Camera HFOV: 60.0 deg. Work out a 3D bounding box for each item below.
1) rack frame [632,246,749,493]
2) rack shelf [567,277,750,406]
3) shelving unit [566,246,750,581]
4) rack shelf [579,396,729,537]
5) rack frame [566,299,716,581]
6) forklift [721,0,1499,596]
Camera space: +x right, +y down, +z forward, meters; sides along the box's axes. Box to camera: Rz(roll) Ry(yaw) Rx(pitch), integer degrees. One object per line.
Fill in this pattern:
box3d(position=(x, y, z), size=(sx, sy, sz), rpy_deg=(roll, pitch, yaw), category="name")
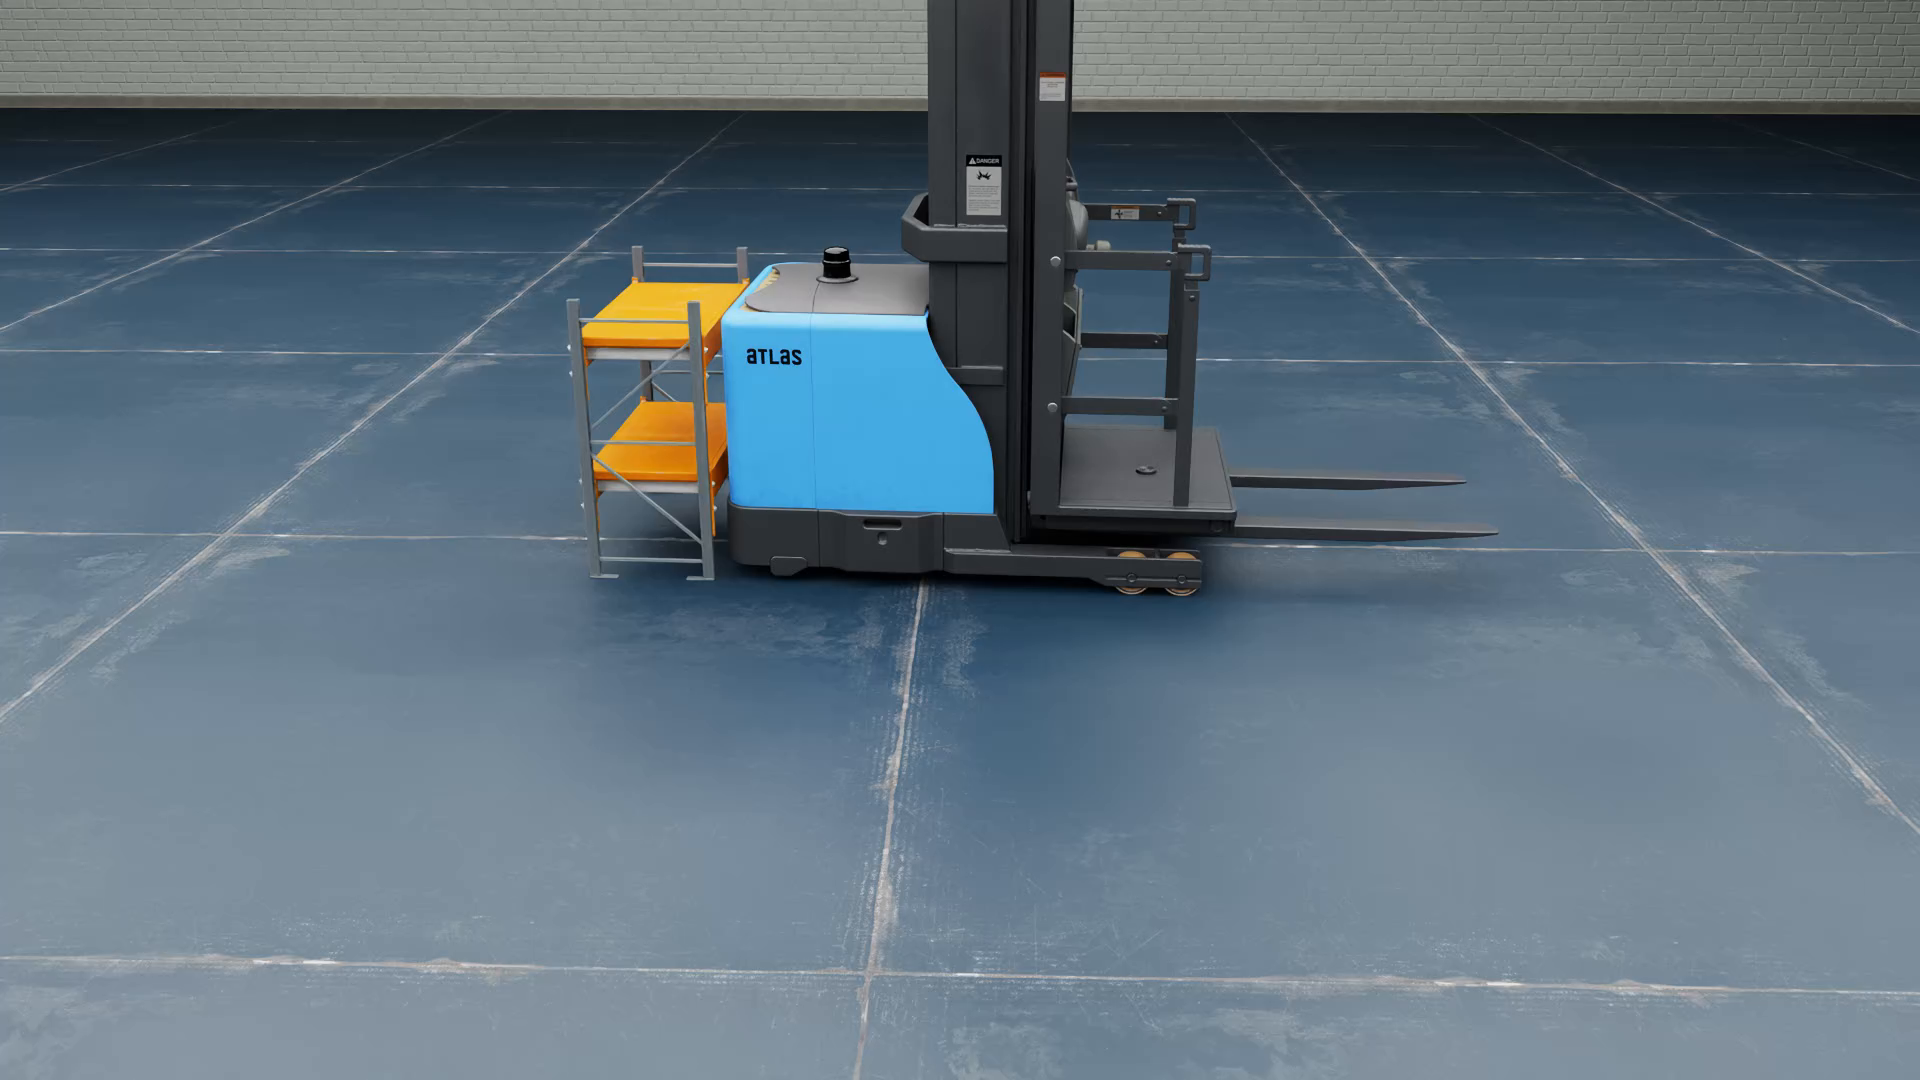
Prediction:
box3d(position=(-1.167, -0.739, 7.379), size=(0.500, 1.125, 0.032), rpy_deg=(1, 21, 3), category="rack frame")
box3d(position=(-1.196, -0.829, 6.800), size=(0.538, 0.278, 1.000), rpy_deg=(1, 21, 3), category="rack shelf")
box3d(position=(-1.196, -0.556, 6.906), size=(0.538, 1.125, 1.048), rpy_deg=(1, 21, 3), category="shelving unit")
box3d(position=(-1.196, -0.328, 6.994), size=(0.538, 0.278, 1.000), rpy_deg=(1, 21, 3), category="rack shelf")
box3d(position=(-1.225, -0.372, 6.433), size=(0.500, 1.125, 0.032), rpy_deg=(1, 21, 3), category="rack frame")
box3d(position=(0.620, -1.349, 6.454), size=(3.031, 2.935, 1.130), rpy_deg=(2, 21, 4), category="forklift")
